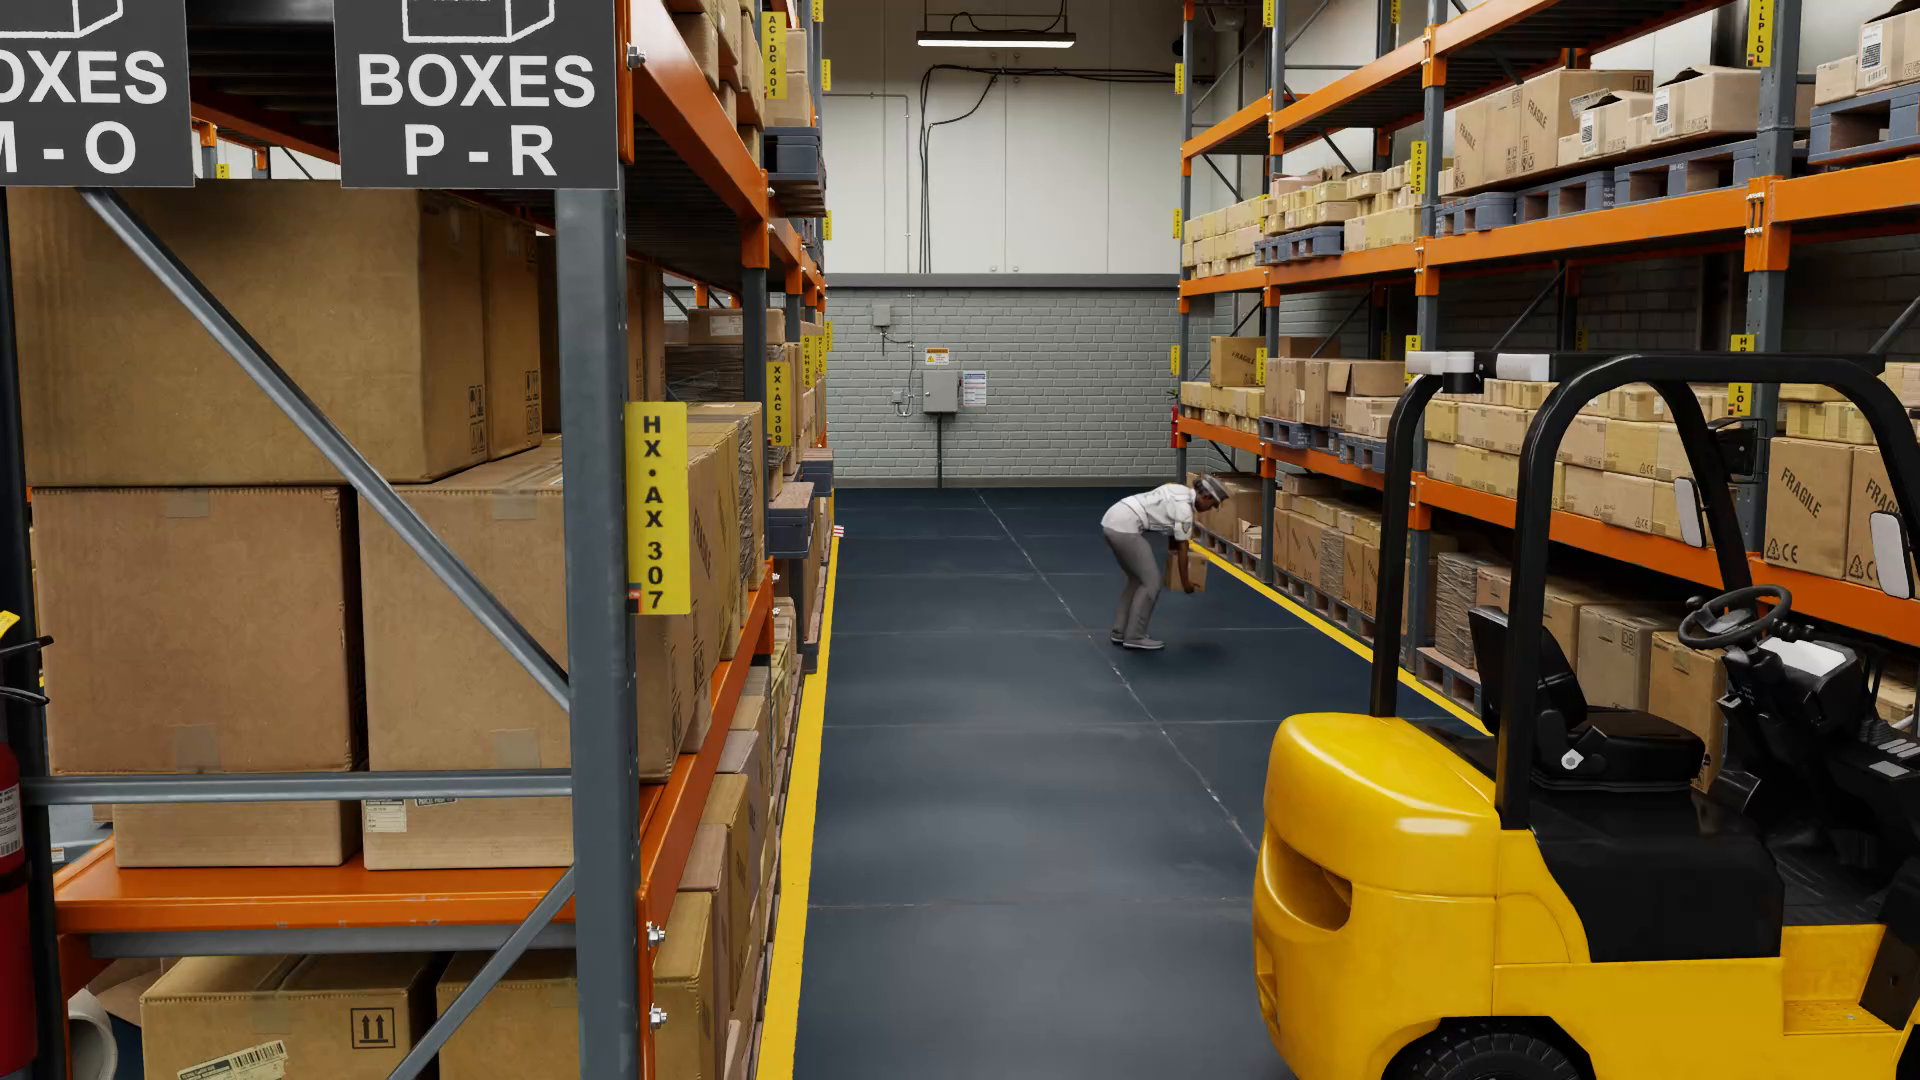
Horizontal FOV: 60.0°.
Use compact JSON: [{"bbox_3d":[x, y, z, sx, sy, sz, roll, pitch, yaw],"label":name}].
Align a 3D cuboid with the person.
[{"bbox_3d":[1.464,0.145,11.846,0.920,1.238,0.412,-1,7,-5],"label":"person"}]
